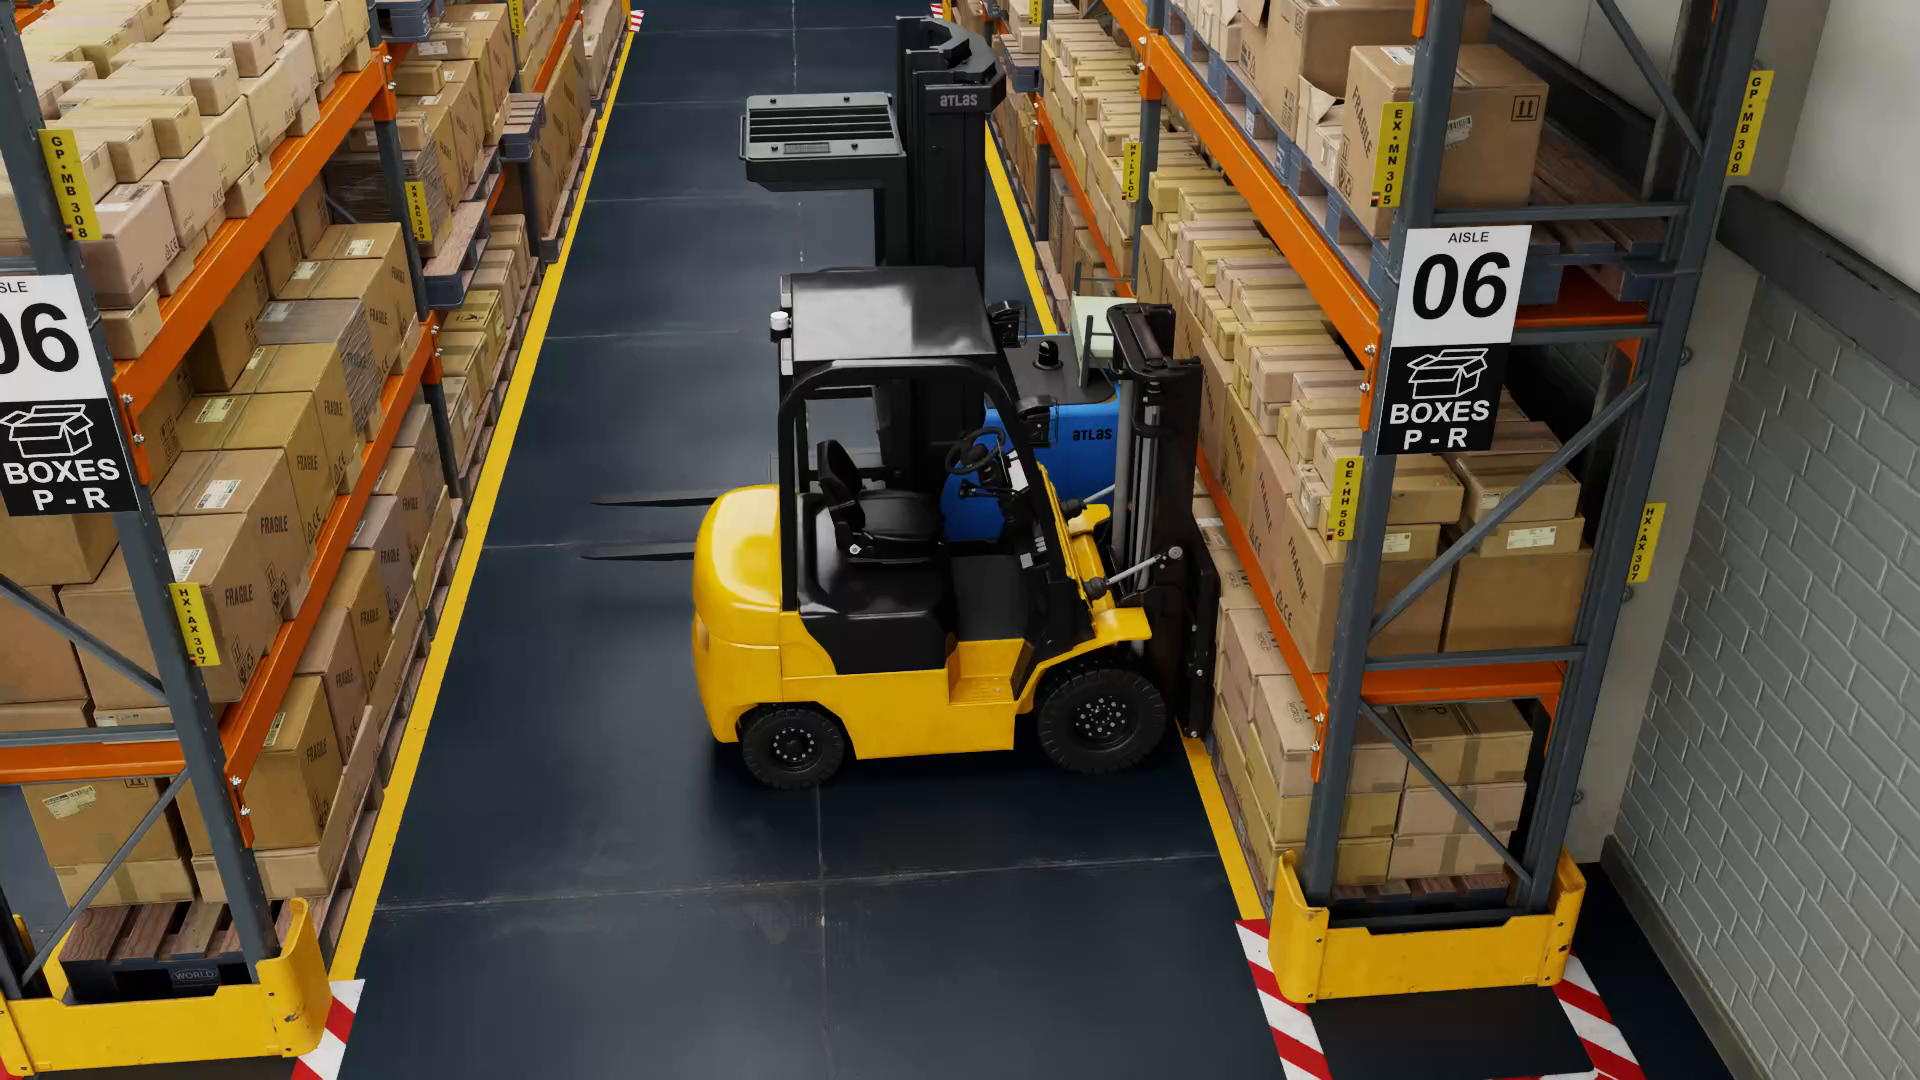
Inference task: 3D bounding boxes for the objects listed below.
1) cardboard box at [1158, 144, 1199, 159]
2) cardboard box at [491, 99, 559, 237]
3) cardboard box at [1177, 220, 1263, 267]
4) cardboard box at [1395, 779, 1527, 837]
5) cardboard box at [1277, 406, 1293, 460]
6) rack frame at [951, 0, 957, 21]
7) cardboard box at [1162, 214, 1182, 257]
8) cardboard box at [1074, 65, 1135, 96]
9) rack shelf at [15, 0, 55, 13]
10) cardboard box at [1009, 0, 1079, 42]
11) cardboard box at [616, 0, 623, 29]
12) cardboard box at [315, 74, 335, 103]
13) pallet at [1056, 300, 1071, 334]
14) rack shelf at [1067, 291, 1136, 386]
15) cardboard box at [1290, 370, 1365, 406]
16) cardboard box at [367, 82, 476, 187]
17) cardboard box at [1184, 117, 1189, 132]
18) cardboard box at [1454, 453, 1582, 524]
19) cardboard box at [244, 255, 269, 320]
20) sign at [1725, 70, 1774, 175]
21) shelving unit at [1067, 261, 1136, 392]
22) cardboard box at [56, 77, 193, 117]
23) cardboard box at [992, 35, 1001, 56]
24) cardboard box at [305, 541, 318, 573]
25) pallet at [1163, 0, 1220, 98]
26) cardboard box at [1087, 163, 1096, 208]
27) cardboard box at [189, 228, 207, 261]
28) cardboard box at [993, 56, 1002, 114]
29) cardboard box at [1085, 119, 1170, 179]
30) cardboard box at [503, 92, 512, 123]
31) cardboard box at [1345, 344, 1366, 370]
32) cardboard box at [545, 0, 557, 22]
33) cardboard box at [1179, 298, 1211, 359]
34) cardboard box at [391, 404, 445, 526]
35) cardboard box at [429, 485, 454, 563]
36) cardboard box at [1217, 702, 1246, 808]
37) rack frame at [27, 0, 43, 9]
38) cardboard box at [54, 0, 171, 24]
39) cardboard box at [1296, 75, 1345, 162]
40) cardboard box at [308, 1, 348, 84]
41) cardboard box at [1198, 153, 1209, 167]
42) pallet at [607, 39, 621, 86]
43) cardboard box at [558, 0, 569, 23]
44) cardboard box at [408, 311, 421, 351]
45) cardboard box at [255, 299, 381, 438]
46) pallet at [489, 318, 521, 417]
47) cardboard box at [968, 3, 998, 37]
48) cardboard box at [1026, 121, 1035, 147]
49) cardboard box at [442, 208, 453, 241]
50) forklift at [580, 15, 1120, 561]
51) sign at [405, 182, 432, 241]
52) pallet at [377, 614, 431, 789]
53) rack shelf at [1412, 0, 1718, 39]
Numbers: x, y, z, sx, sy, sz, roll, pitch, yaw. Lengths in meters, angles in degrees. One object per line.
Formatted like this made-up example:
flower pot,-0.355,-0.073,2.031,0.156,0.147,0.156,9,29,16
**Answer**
cardboard box,1.194,-2.219,9.810,0.380,0.149,0.250,-3,31,-5
cardboard box,-3.808,-3.030,13.560,0.875,0.875,0.875,-3,31,-5
cardboard box,1.293,-1.479,8.282,0.380,0.149,0.250,-2,31,-3
cardboard box,2.026,0.975,6.977,0.500,0.250,0.500,-2,31,-4
cardboard box,1.523,-0.437,6.827,0.380,0.149,0.250,-3,31,-5
rack frame,0.368,-7.729,19.765,1.000,3.000,0.127,-3,31,-5
cardboard box,1.283,-1.616,8.802,0.380,0.149,0.250,-2,31,-3
cardboard box,0.983,-3.131,11.337,0.380,0.149,0.250,-2,31,-4
rack shelf,-9.305,-5.871,17.356,1.077,0.370,4.000,-3,31,-5
cardboard box,0.695,-4.284,13.734,0.500,0.250,0.500,-4,31,-7
cardboard box,-4.412,-6.238,19.357,0.875,0.438,0.875,-4,31,-6
cardboard box,-3.135,-2.134,7.717,0.380,0.149,0.250,-2,31,-4
pallet,1.265,-1.404,11.895,1.003,0.211,1.213,-3,31,-5
rack shelf,0.845,-1.069,9.290,0.431,0.370,0.720,2,32,-3
cardboard box,1.565,-0.570,6.759,0.380,0.149,0.250,-3,31,-4
cardboard box,-3.290,-2.476,10.173,0.500,0.500,0.500,-3,31,-5
cardboard box,1.633,-2.638,10.513,0.380,0.149,0.250,-3,31,-5
cardboard box,2.045,-0.191,6.125,0.380,0.149,0.250,-3,31,-6
cardboard box,-3.581,-1.208,7.485,0.700,0.500,0.500,-3,31,-6
sign,2.416,-1.281,5.115,0.100,0.325,0.005,-3,31,-5
shelving unit,0.826,-0.739,9.497,0.431,1.500,0.755,2,32,-3
cardboard box,-2.978,-1.546,5.956,0.380,0.149,0.250,-3,31,-5
cardboard box,0.511,-4.877,16.385,0.380,0.149,0.250,-1,31,-2
cardboard box,-2.921,0.074,6.946,0.380,0.149,0.250,-2,31,-3
pallet,1.595,-2.418,8.035,1.003,0.211,1.213,-3,31,-5
cardboard box,1.114,-2.294,10.813,0.500,0.250,0.500,-3,31,-4
cardboard box,-2.938,-1.077,5.949,0.380,0.149,0.250,-3,31,-5
cardboard box,0.563,-4.536,16.448,0.500,0.500,0.500,-1,31,-2
cardboard box,1.092,-2.515,10.694,0.500,0.250,0.500,-2,31,-4
cardboard box,-3.396,-3.062,11.786,0.380,0.149,0.250,-3,31,-5
cardboard box,1.969,-0.851,7.520,0.380,0.149,0.250,-3,31,-5
cardboard box,-3.743,-4.604,14.193,0.500,0.250,0.500,-2,31,-4
cardboard box,1.385,-0.883,8.206,0.500,0.500,0.500,-3,31,-5
cardboard box,-3.130,-0.395,9.028,0.500,0.500,0.500,-3,31,-5
cardboard box,-3.129,-0.074,9.221,0.500,0.250,0.500,-1,31,-2
cardboard box,1.468,0.961,7.489,0.500,0.250,0.500,-3,31,-5
rack frame,-9.118,-5.159,15.462,1.000,3.000,0.127,-3,31,-5
cardboard box,-3.681,-2.307,7.229,0.380,0.149,0.250,-3,31,-5
cardboard box,1.460,-1.552,6.122,0.396,0.266,0.258,-3,31,-4
cardboard box,-3.095,-2.244,7.512,0.500,0.250,0.500,-3,31,-5
cardboard box,1.661,-2.281,10.303,0.500,0.250,0.500,-3,31,-5
pallet,-4.310,-5.266,18.362,1.003,0.211,1.213,-3,31,-5
cardboard box,-3.860,-4.906,15.185,0.500,0.250,0.500,-3,31,-5
cardboard box,-3.118,-1.106,8.921,0.380,0.149,0.250,-3,31,-5
cardboard box,-3.055,-0.791,7.763,0.500,0.500,0.500,-2,31,-3
pallet,-3.643,-1.187,11.533,1.003,0.211,1.213,-3,31,-5
cardboard box,0.469,-5.551,18.147,0.700,0.500,0.500,-4,31,-6
cardboard box,0.761,-3.408,13.927,0.380,0.149,0.250,-4,31,-7
cardboard box,-3.204,-1.861,9.776,0.380,0.149,0.250,-2,31,-4
forklift,-0.621,-1.225,8.943,3.031,2.935,1.130,-3,31,-5
sign,-2.912,-1.764,8.935,0.100,0.325,0.005,-3,31,-5
pallet,-3.237,0.800,8.206,1.003,0.211,1.213,-3,31,-5
rack shelf,1.676,-2.676,6.547,1.077,0.370,4.000,-3,31,-5
